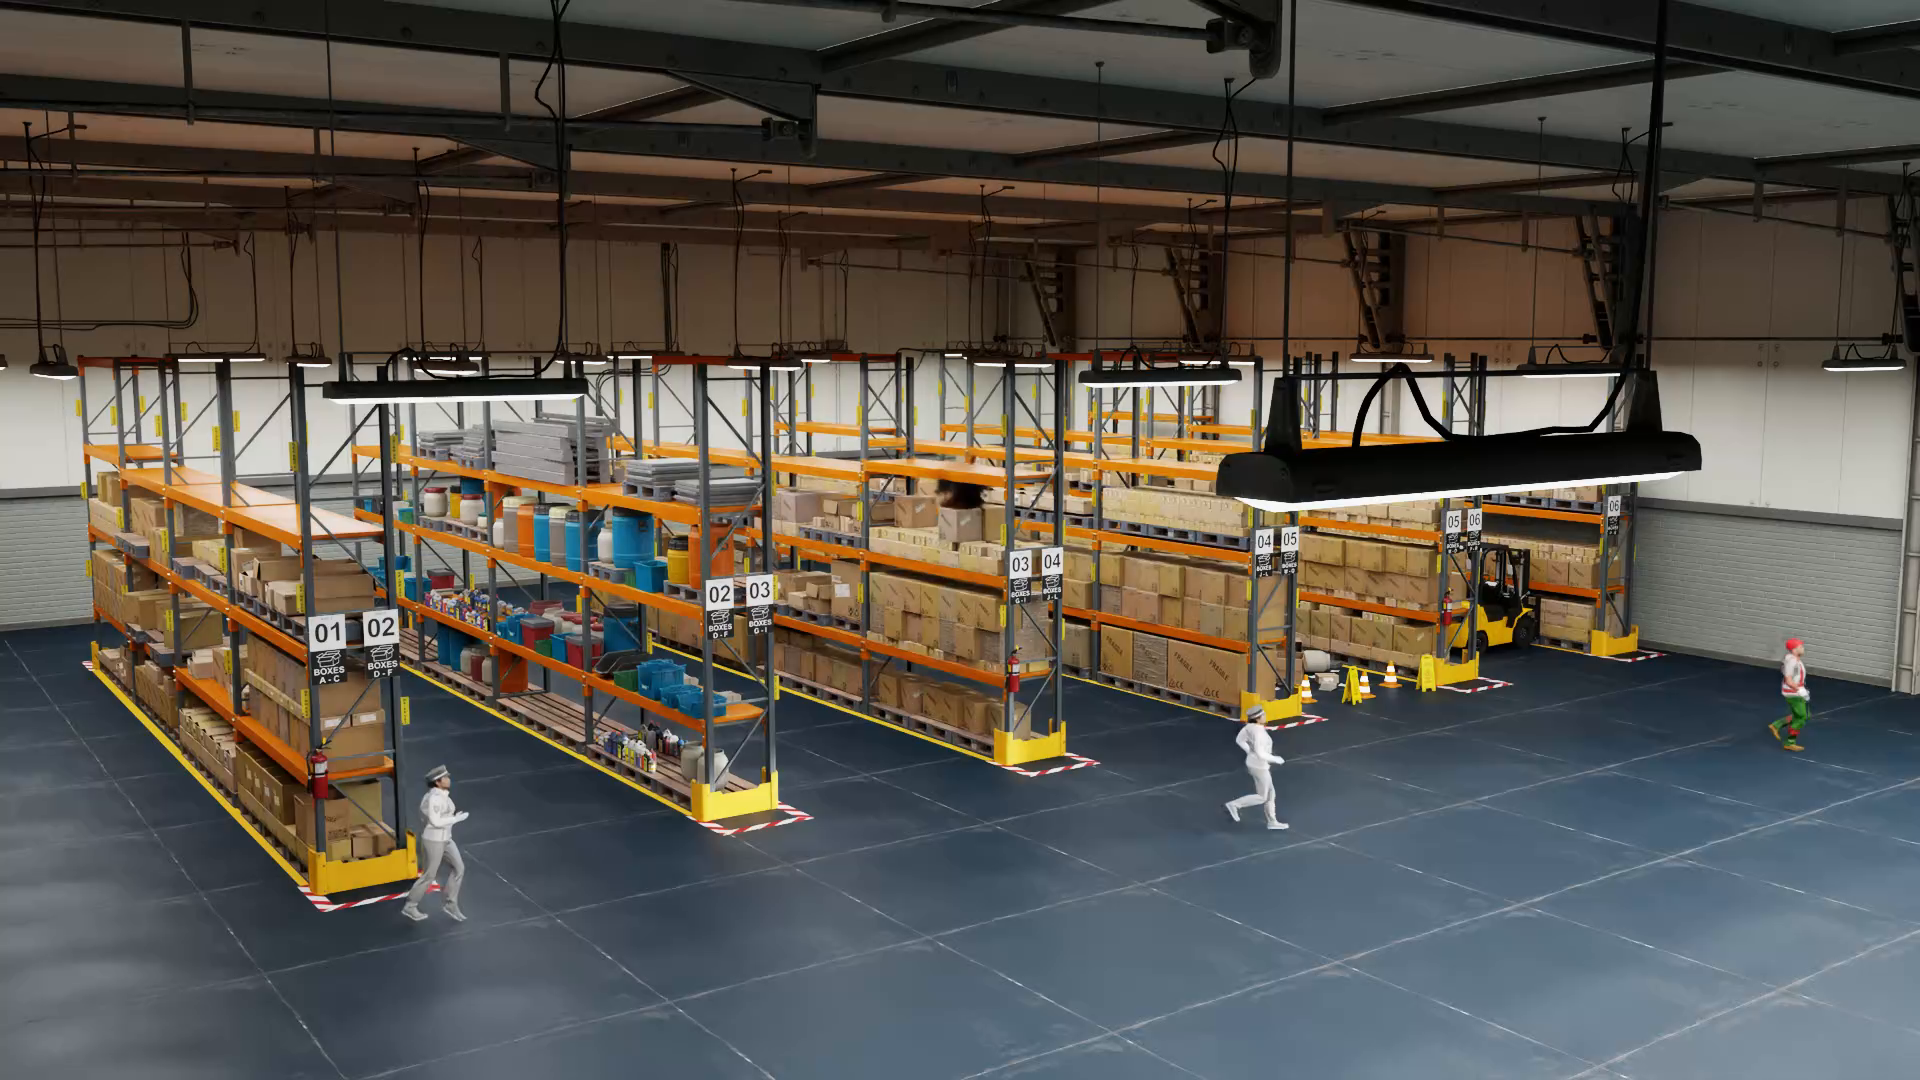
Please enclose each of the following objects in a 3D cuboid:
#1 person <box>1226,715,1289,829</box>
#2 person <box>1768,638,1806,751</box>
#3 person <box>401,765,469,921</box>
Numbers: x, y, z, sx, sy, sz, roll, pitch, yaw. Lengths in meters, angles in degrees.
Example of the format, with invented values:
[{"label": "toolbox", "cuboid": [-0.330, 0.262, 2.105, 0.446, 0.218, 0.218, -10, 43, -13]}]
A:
[{"label": "person", "cuboid": [3.822, 2.942, 21.427, 0.861, 1.616, 0.488, -1, 7, -7]}, {"label": "person", "cuboid": [12.776, 2.368, 25.633, 0.517, 1.748, 0.654, 3, 8, 24]}, {"label": "person", "cuboid": [-5.706, 3.310, 18.129, 0.728, 1.745, 0.612, -1, 7, -5]}]
